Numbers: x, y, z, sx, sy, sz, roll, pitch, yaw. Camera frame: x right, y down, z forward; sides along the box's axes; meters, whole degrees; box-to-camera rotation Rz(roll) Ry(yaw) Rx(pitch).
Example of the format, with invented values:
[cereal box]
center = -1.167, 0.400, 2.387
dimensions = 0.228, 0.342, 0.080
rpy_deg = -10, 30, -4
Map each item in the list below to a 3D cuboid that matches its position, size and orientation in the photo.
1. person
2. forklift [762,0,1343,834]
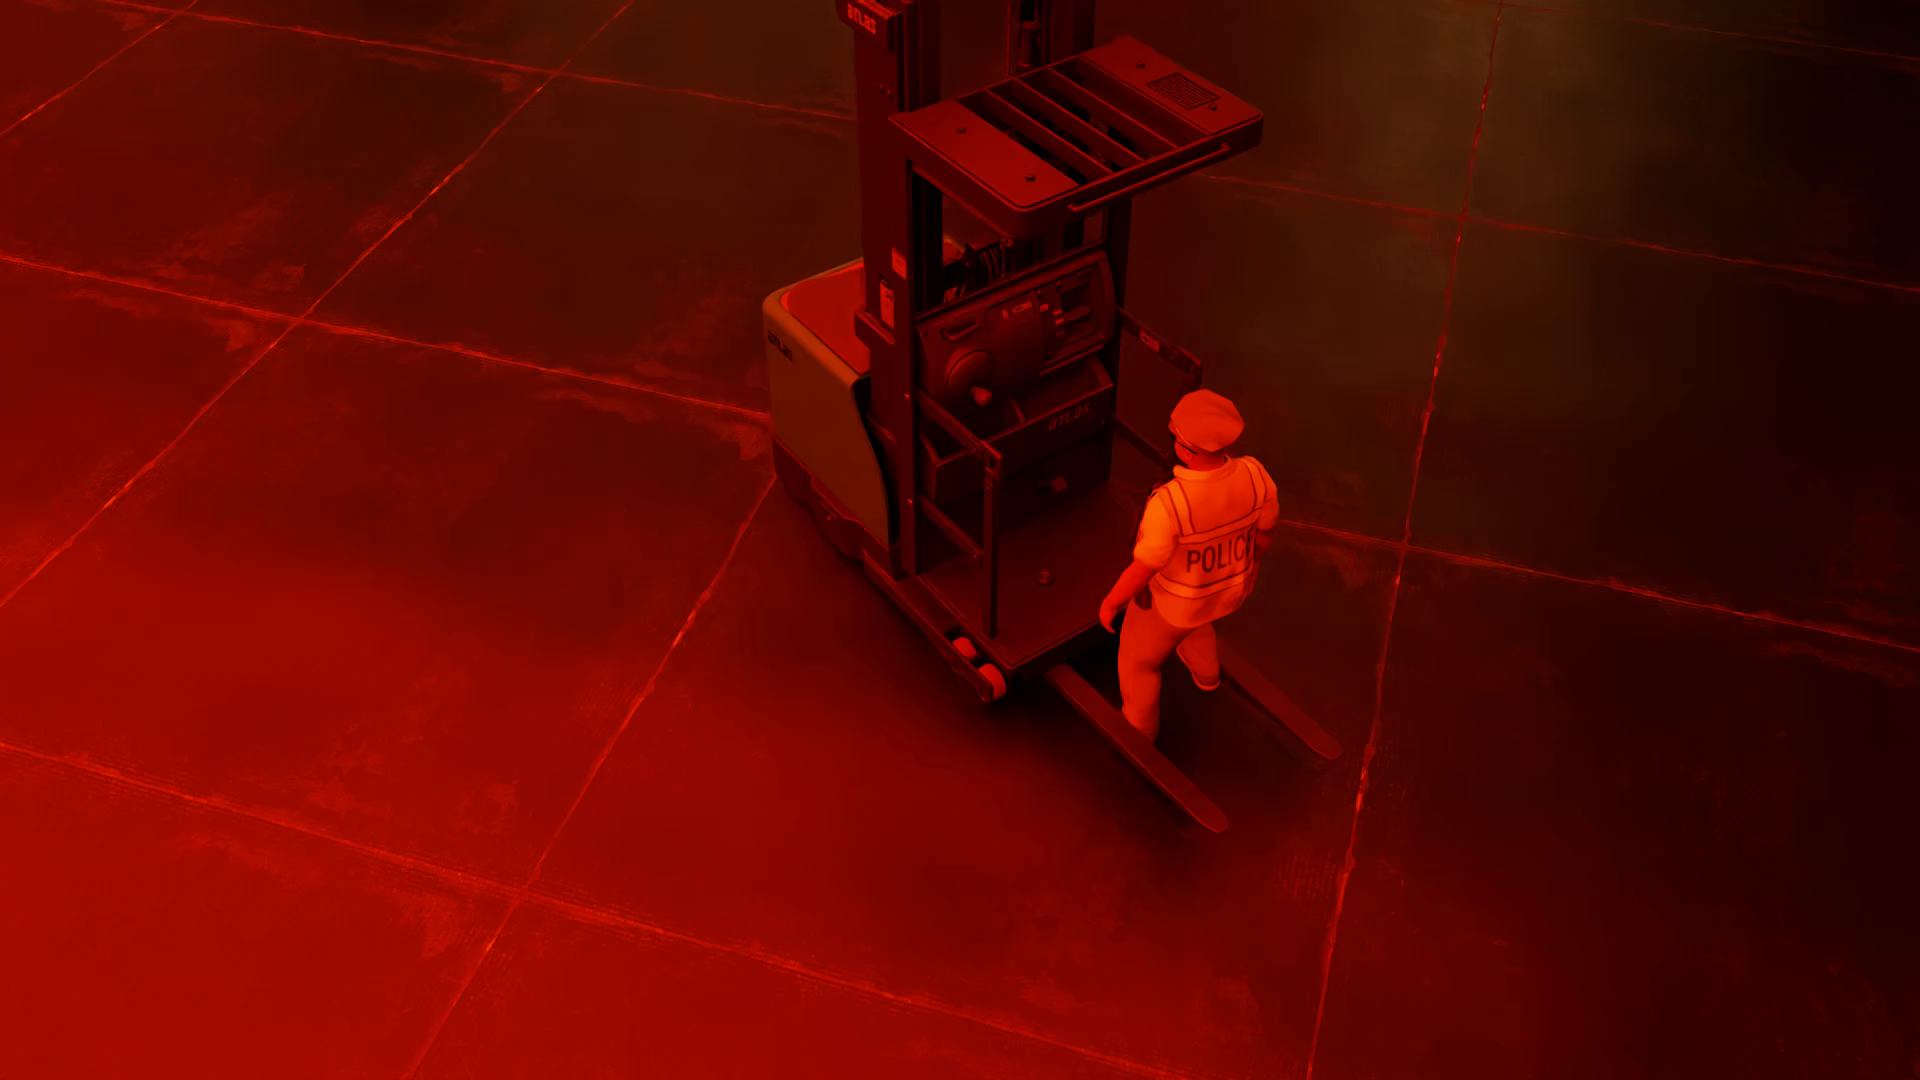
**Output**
[person]
center = 0.820, 0.122, 6.400
dimensions = 0.684, 1.769, 0.563
rpy_deg = -21, 47, -21
[forklift]
center = 0.365, -0.761, 6.507
dimensions = 1.130, 2.935, 3.031
rpy_deg = -26, 49, -25
